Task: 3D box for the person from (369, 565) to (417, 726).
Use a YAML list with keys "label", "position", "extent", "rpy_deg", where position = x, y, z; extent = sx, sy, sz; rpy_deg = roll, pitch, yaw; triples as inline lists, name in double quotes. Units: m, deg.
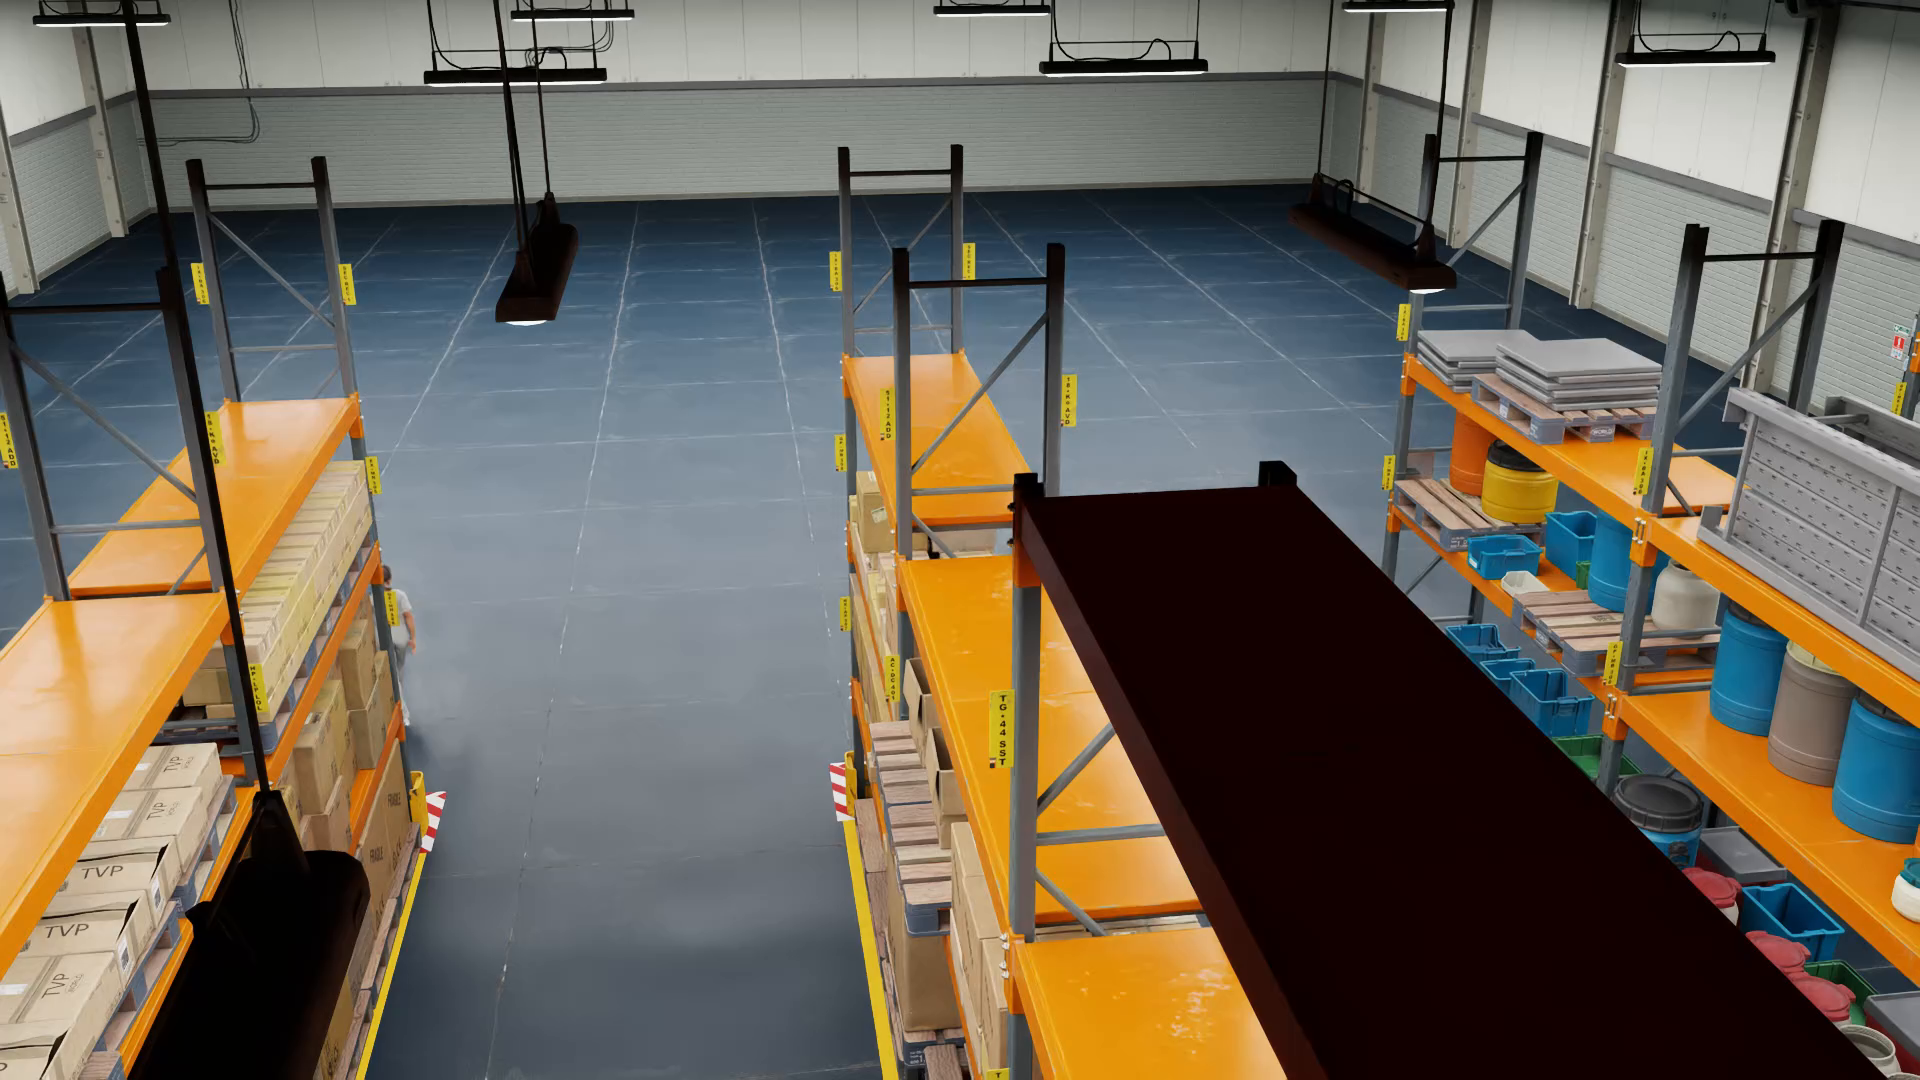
- label: "person"
  position: [-5.768, 1.008, 16.821]
  extent: [0.467, 1.650, 0.870]
  rpy_deg: [-13, 25, -29]
